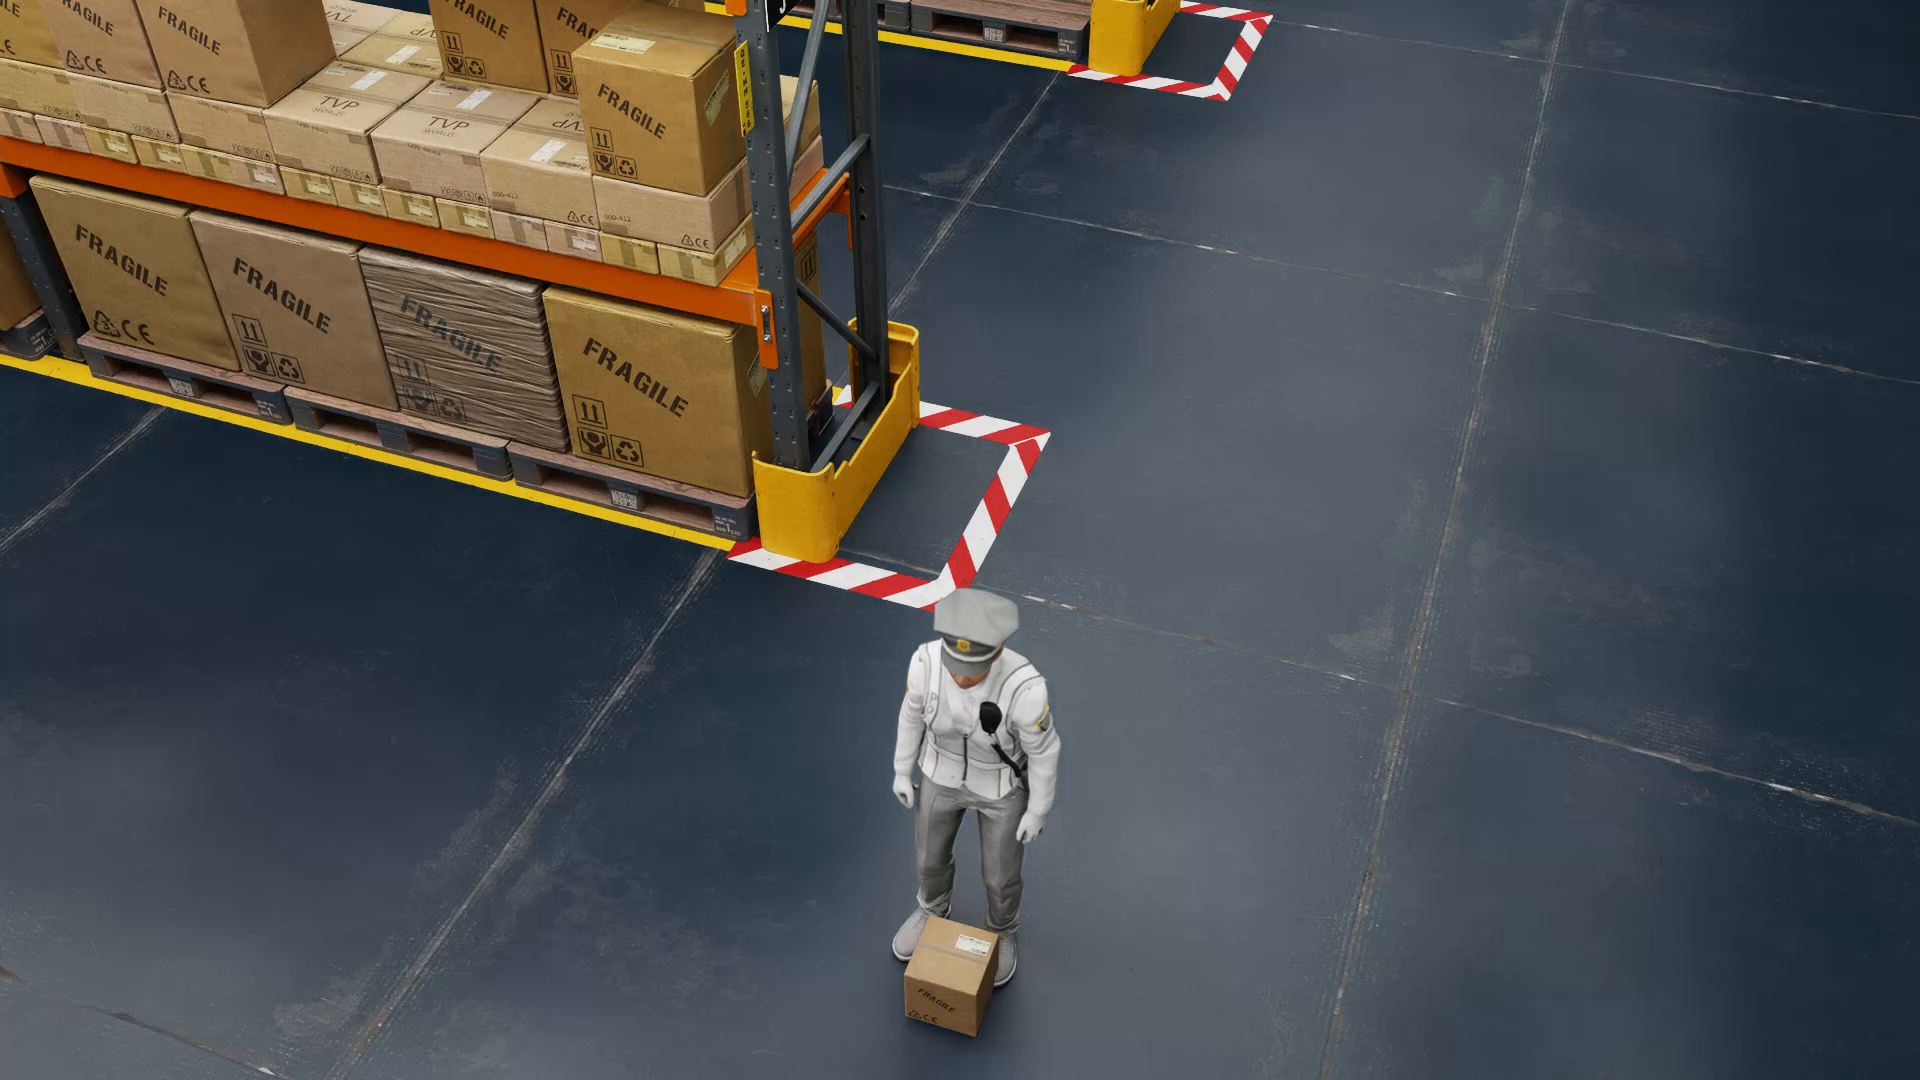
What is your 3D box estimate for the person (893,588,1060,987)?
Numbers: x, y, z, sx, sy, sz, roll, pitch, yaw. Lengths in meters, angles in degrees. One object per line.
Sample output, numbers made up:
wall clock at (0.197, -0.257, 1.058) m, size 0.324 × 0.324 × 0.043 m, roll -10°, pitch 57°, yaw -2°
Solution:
person at (0.045, 0.782, 5.280) m, size 0.529 × 1.664 × 0.371 m, roll 14°, pitch 44°, yaw 15°
